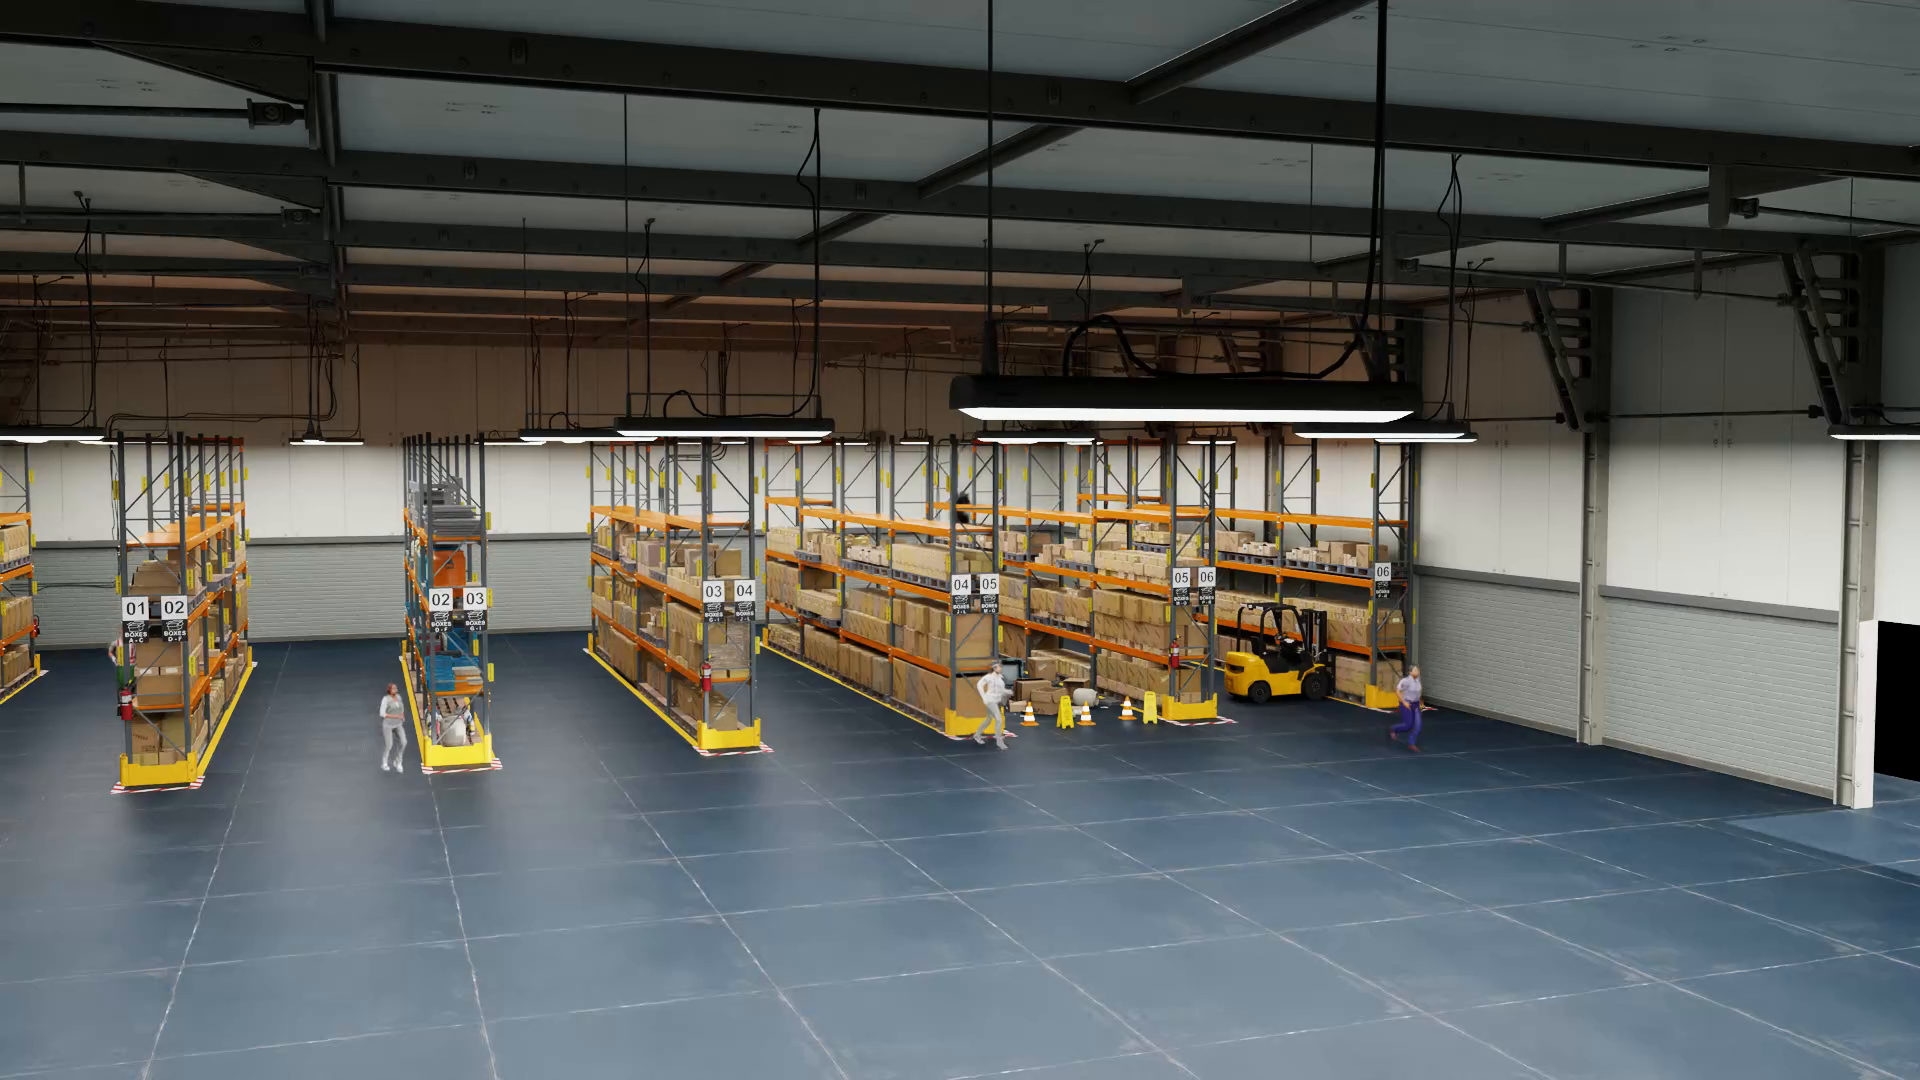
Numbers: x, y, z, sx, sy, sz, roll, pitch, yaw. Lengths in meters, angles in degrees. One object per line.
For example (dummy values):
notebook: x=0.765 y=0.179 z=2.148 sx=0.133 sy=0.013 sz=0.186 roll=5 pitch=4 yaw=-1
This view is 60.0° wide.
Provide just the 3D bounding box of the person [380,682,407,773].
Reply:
person: x=-9.962 y=3.311 z=29.258 sx=0.676 sy=1.630 sz=0.553 roll=3 pitch=4 yaw=40

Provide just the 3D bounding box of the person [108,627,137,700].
person: x=-18.535 y=2.796 z=36.893 sx=0.659 sy=1.744 sz=0.578 roll=-1 pitch=3 yaw=-23

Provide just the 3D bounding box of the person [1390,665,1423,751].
person: x=8.535 y=3.177 z=31.664 sx=0.627 sy=1.621 sz=0.672 roll=-2 pitch=4 yaw=-38

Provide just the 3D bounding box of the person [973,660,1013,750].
person: x=0.610 y=3.134 z=31.755 sx=0.863 sy=1.711 sz=0.558 roll=2 pitch=4 yaw=28
